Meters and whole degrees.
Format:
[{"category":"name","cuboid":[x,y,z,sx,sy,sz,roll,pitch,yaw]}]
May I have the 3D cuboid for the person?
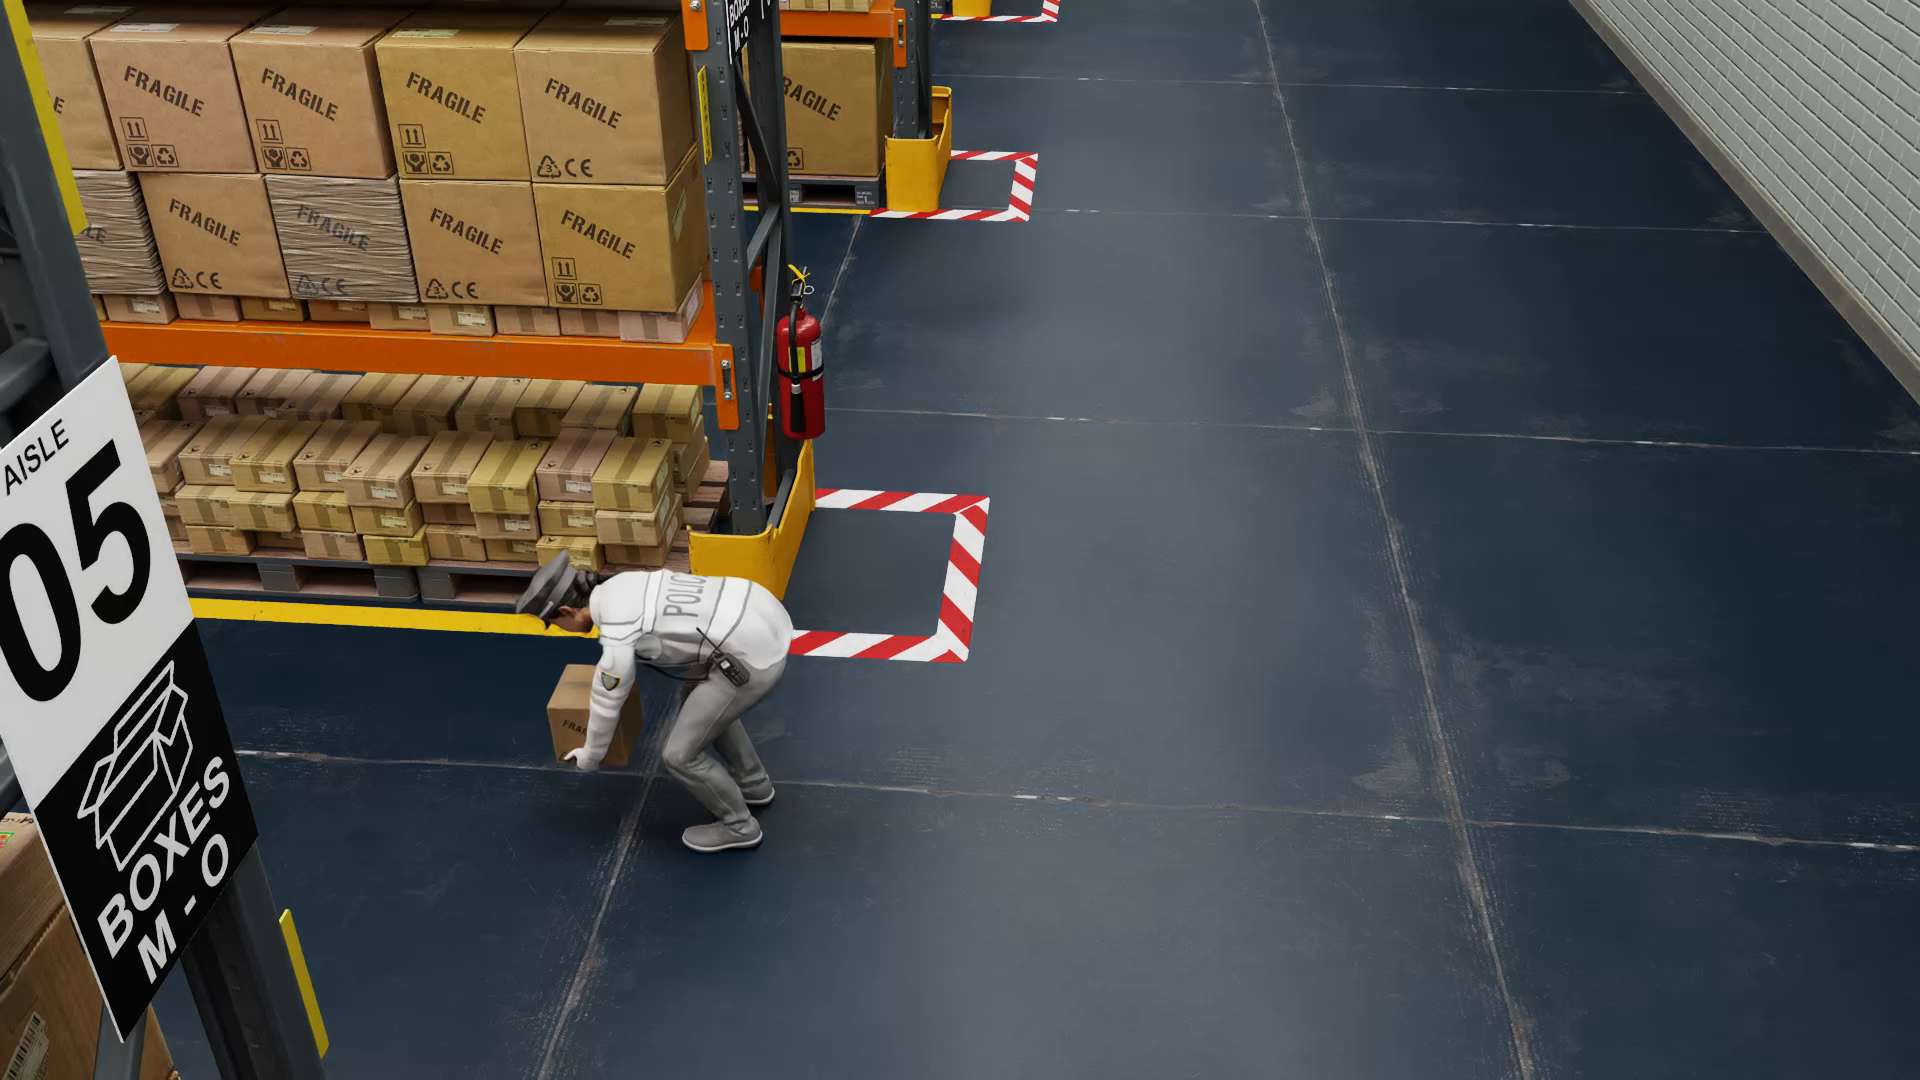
[{"category":"person","cuboid":[-1.030,0.542,5.782,0.917,1.126,0.445,1,32,2]}]
